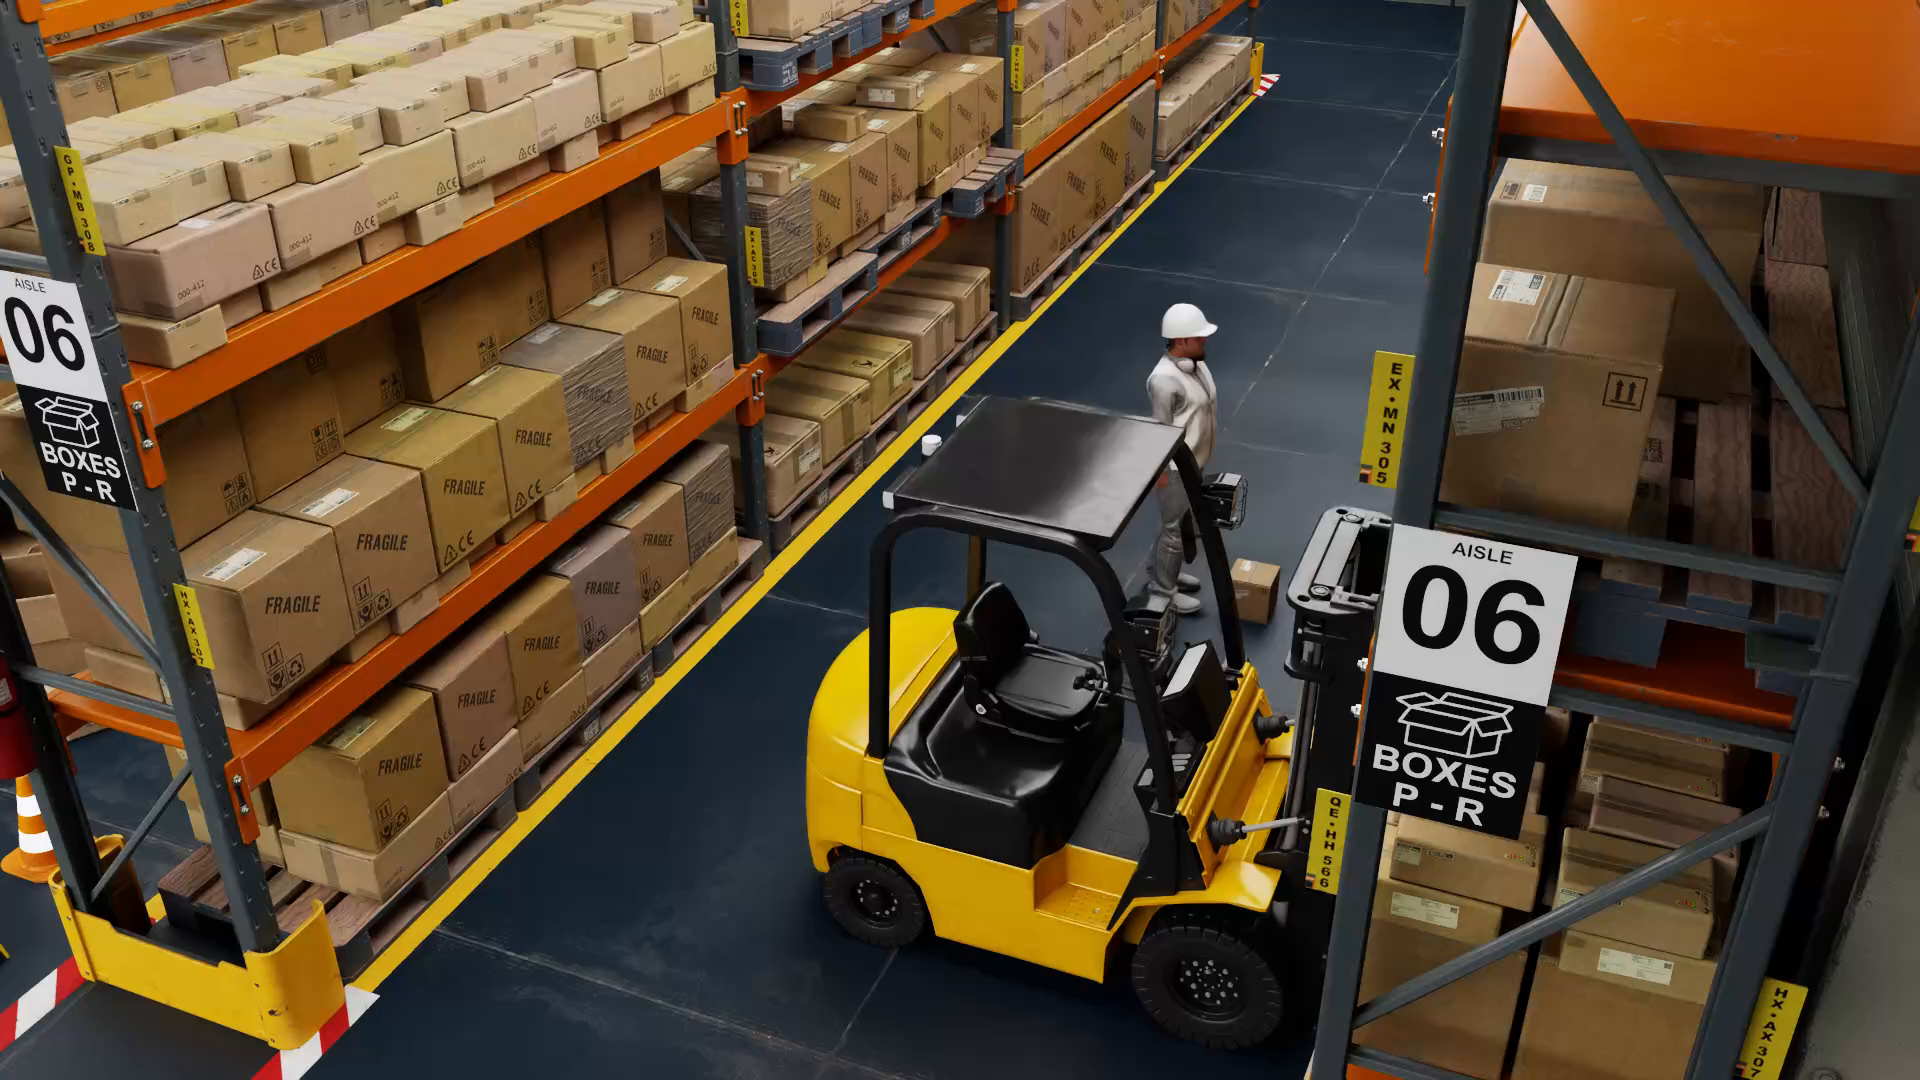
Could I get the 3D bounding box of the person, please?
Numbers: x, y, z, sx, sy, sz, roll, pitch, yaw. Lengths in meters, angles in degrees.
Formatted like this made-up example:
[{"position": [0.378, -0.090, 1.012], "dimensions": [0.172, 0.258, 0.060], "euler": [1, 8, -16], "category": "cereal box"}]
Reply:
[{"position": [1.242, -0.459, 9.192], "dimensions": [0.406, 1.771, 0.533], "euler": [12, 32, 20], "category": "person"}]
